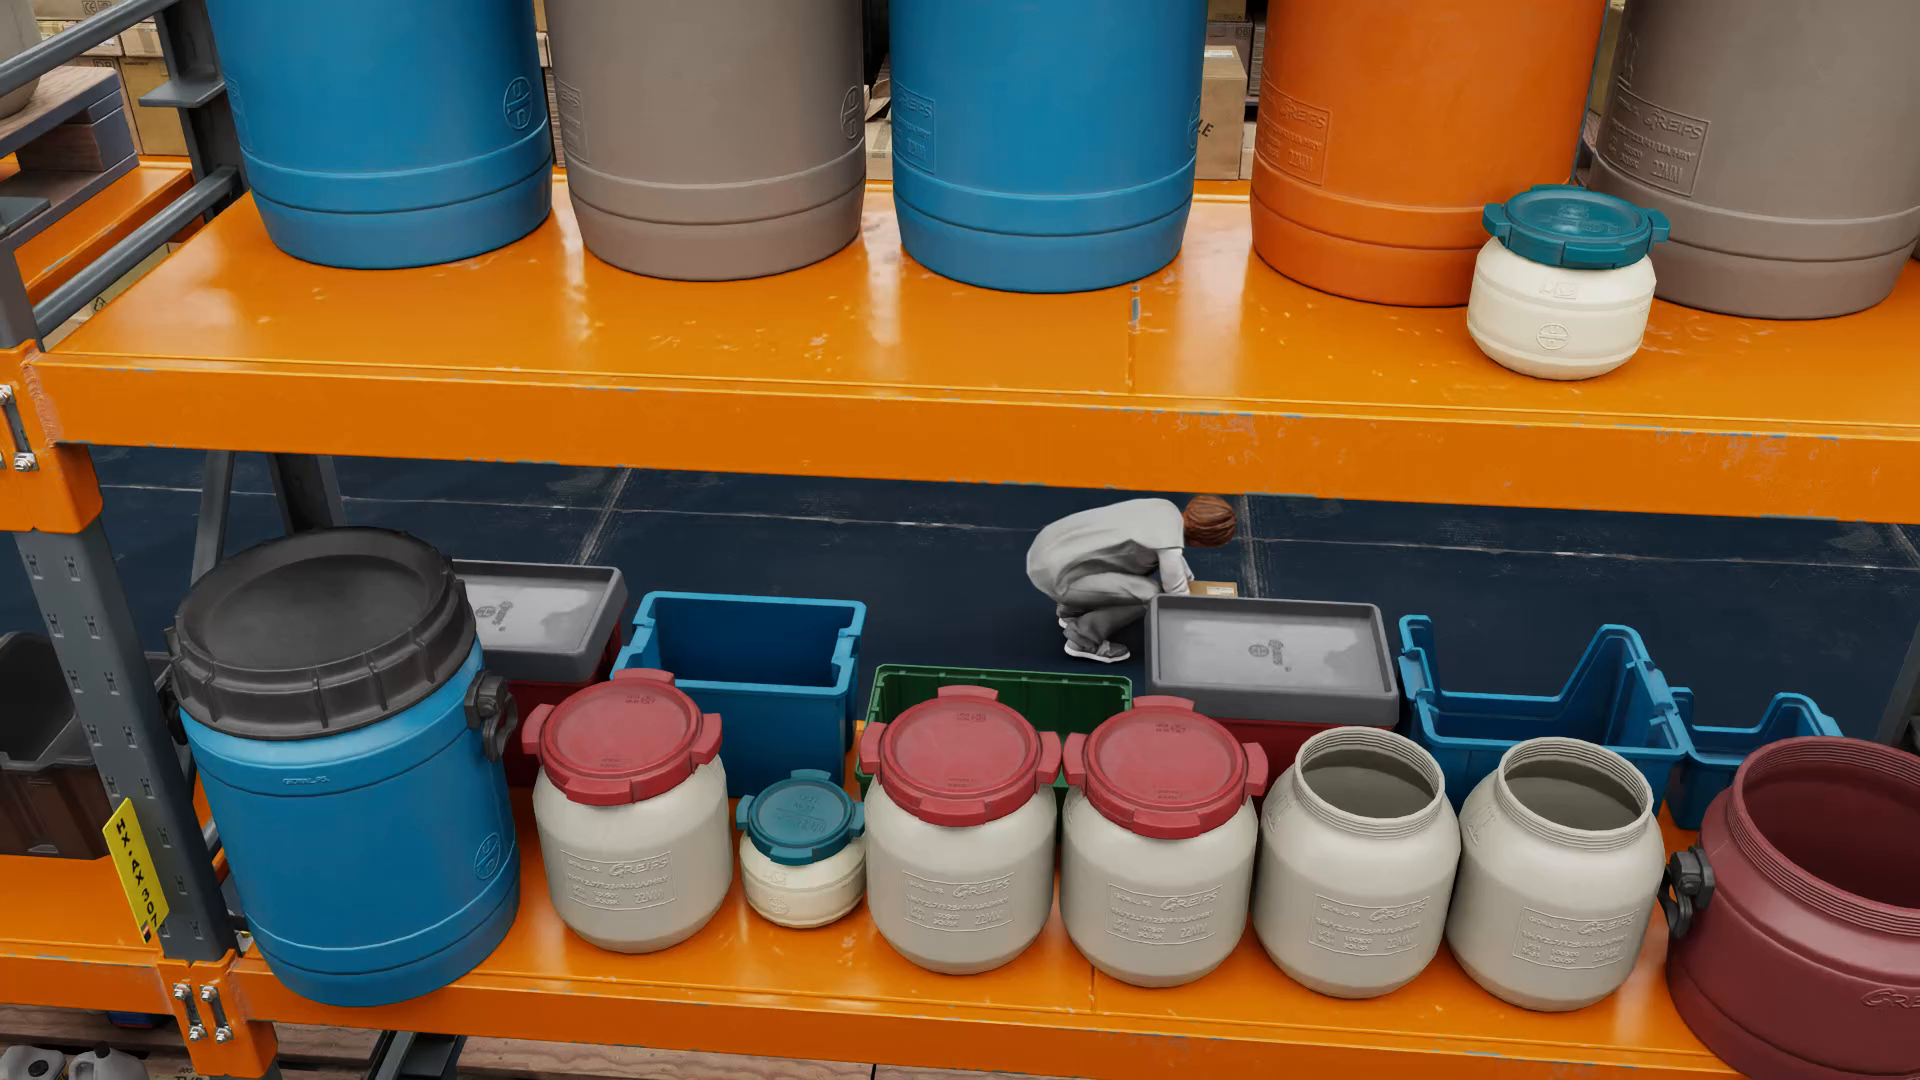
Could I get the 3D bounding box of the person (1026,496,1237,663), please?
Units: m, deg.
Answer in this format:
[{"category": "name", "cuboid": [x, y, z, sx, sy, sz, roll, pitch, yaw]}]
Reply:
[{"category": "person", "cuboid": [0.687, 0.173, 6.801, 0.839, 0.731, 0.429, 2, 32, 3]}]
